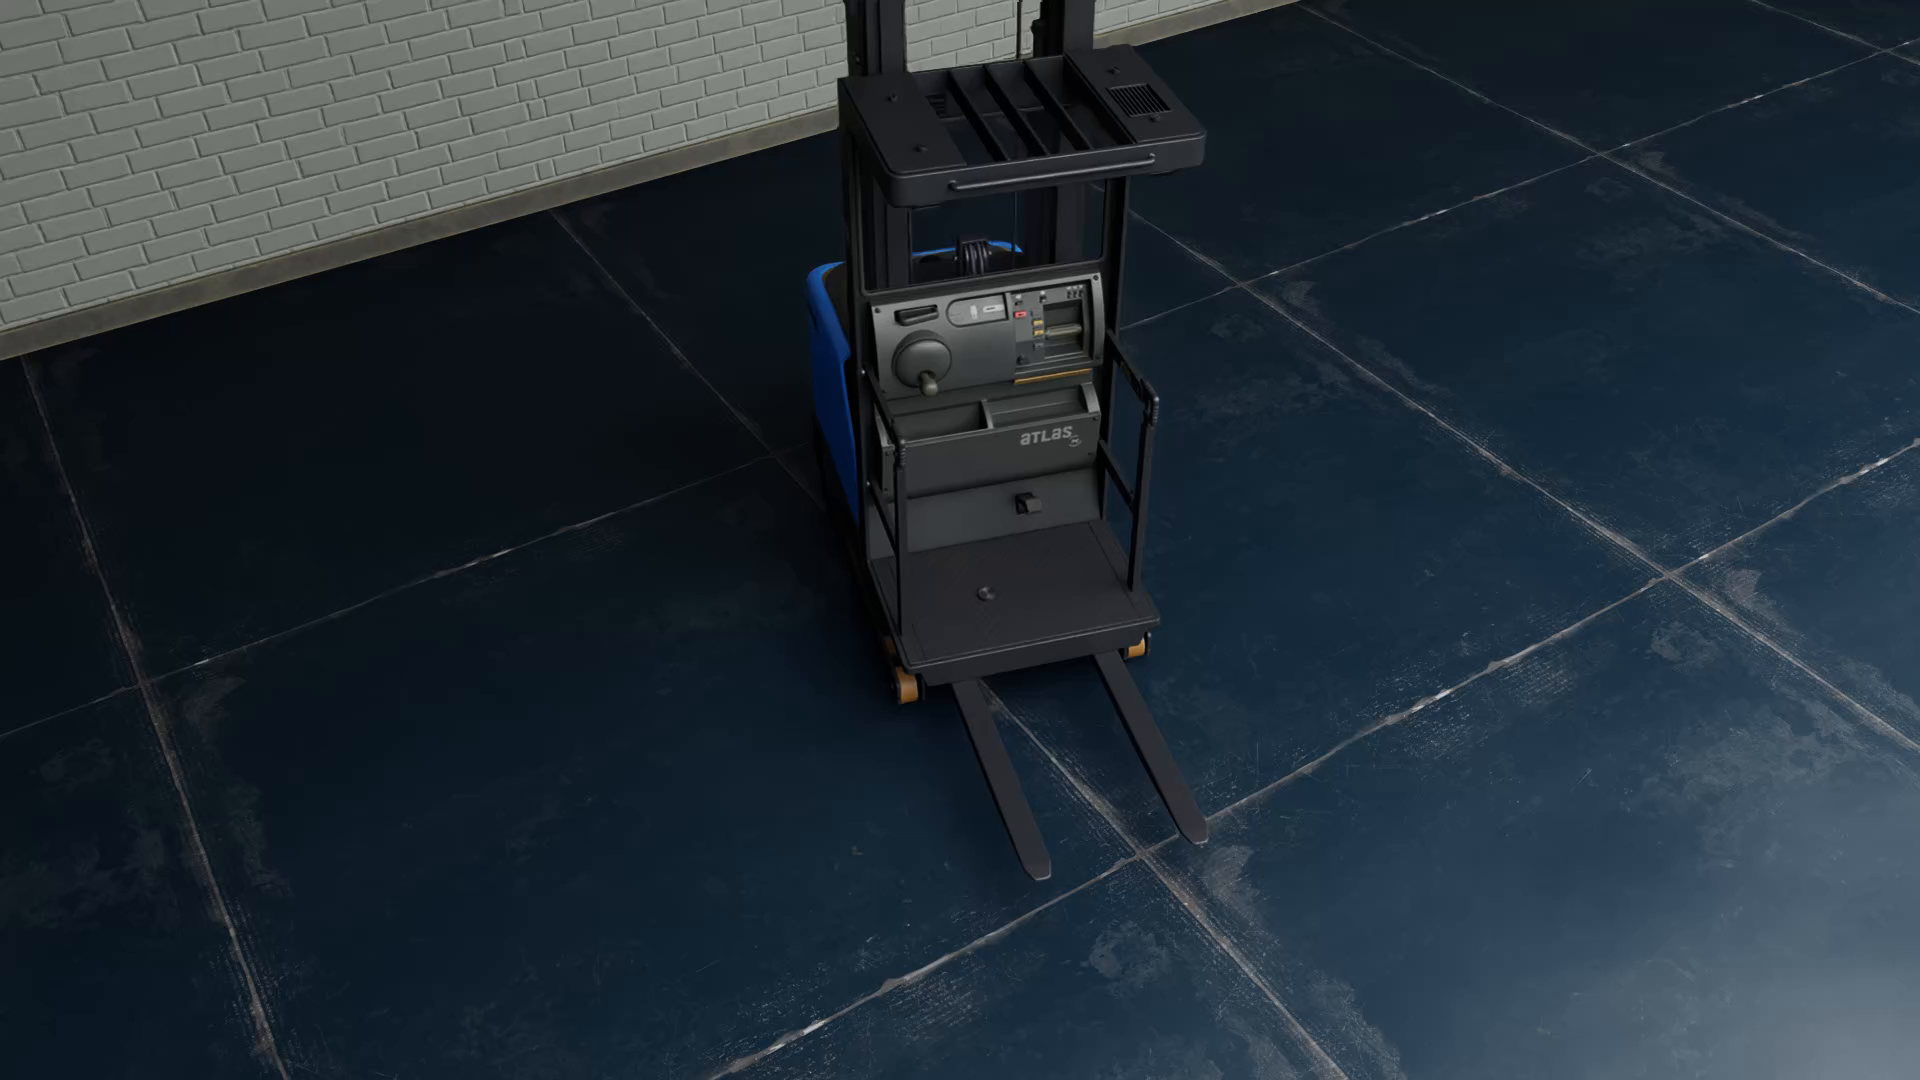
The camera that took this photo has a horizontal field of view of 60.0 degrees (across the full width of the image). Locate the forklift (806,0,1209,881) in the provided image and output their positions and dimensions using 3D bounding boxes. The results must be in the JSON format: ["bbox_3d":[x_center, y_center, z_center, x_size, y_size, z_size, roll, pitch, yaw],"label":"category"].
[{"bbox_3d":[0.176,-0.727,6.333,1.130,2.935,3.031,-10,41,-12],"label":"forklift"}]
